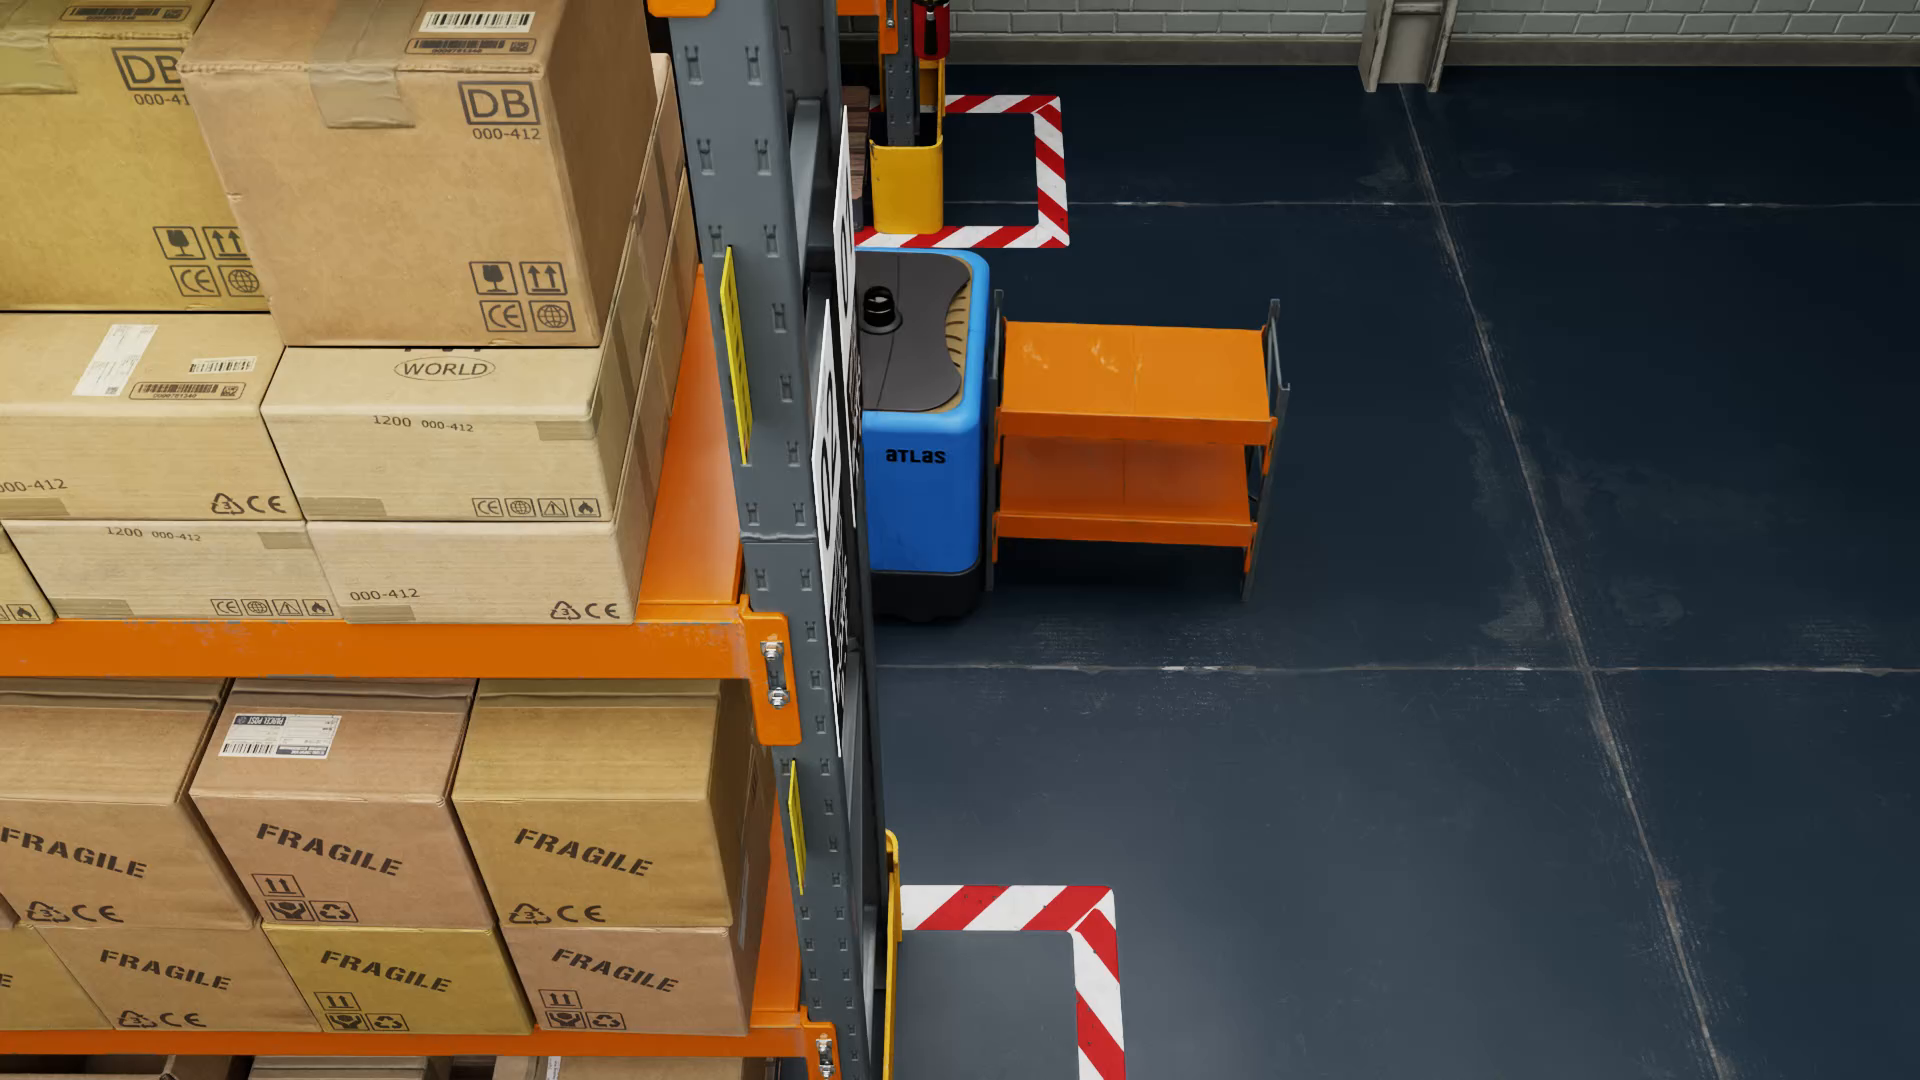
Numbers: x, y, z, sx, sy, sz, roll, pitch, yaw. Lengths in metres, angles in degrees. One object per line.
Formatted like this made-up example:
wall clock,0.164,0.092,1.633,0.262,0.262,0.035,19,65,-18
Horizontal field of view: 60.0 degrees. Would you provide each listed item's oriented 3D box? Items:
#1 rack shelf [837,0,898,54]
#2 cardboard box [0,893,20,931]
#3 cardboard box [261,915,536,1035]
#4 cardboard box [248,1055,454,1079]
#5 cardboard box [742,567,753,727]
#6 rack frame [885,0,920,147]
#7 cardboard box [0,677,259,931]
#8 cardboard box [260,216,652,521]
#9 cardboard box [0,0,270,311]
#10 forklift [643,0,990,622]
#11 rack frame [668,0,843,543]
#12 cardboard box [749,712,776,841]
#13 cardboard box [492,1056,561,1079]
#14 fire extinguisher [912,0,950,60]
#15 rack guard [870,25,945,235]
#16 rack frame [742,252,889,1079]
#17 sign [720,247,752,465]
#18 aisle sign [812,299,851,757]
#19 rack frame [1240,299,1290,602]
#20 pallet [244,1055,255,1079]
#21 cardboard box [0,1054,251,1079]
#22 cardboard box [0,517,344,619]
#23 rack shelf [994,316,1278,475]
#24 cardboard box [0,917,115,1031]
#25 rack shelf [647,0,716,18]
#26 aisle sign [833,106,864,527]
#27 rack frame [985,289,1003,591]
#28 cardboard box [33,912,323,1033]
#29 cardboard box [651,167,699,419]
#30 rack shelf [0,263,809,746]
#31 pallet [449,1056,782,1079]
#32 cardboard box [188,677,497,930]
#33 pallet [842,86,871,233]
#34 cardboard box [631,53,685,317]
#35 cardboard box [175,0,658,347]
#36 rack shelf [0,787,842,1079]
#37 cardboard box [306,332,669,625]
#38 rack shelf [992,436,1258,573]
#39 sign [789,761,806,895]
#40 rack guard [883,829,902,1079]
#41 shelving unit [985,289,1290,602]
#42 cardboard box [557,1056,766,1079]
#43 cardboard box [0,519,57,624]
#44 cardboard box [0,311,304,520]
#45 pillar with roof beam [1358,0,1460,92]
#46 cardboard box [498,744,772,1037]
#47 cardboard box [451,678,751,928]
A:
rack shelf,-2.280,-2.725,7.810,4.000,0.370,1.077,0,47,0
cardboard box,-2.278,0.486,3.578,0.500,0.500,0.500,1,47,1
cardboard box,-1.262,0.826,3.944,0.500,0.500,0.500,1,47,0
cardboard box,-1.789,1.602,4.868,0.500,0.250,0.500,0,47,0
cardboard box,-0.737,0.092,3.944,0.500,0.500,0.500,1,47,1
rack frame,-0.280,-2.965,7.541,0.127,3.000,1.000,0,47,0
cardboard box,-1.764,0.488,3.576,0.500,0.500,0.500,1,47,1
cardboard box,-0.809,-0.295,2.768,0.500,0.250,0.500,0,47,0
cardboard box,-1.308,-0.788,2.715,0.500,0.500,0.700,0,47,0
forklift,-1.408,-1.092,5.845,3.031,2.935,1.130,2,47,2
rack frame,-0.295,-1.383,1.970,0.127,3.000,1.000,0,47,0
cardboard box,-0.737,0.433,4.310,0.500,0.500,0.500,1,47,1
cardboard box,-1.244,1.588,4.938,0.250,0.166,0.380,0,47,0
fire extinguisher,-0.131,-2.473,7.391,0.183,0.674,0.296,0,47,0
rack guard,-0.256,-2.113,8.456,0.348,0.500,1.175,0,47,0
rack frame,-0.295,0.661,4.166,0.127,3.000,1.000,0,47,0
sign,-0.317,-0.256,2.366,0.005,0.325,0.100,0,47,0
aisle sign,-0.228,0.000,3.006,0.004,0.787,0.394,0,47,0
rack frame,1.146,-0.321,6.361,0.032,1.125,0.500,2,47,2
pallet,-2.385,1.604,5.194,1.213,0.211,1.003,0,47,0
cardboard box,-2.416,1.352,4.928,0.637,0.503,0.797,0,47,0
cardboard box,-1.309,-0.128,2.954,0.500,0.250,0.500,0,47,0
rack shelf,0.638,-0.541,6.166,1.000,0.278,0.538,2,47,2
cardboard box,-2.265,0.819,3.951,0.500,0.500,0.500,0,47,0
rack shelf,-2.295,-1.142,2.240,4.000,0.370,1.077,0,47,0
aisle sign,-0.225,-0.439,3.415,0.004,0.787,0.394,0,47,0
rack frame,0.131,-0.362,6.399,0.032,1.125,0.500,2,47,2
cardboard box,-1.761,0.821,3.949,0.500,0.500,0.500,0,47,0
cardboard box,-0.807,-0.497,3.298,0.500,0.250,0.500,0,47,0
rack shelf,-2.295,-0.121,3.337,4.000,0.370,1.077,0,47,0
pallet,-1.168,1.610,5.189,1.213,0.211,1.003,0,47,0
cardboard box,-1.246,0.486,3.578,0.500,0.500,0.500,1,47,1
pallet,-1.080,-1.960,8.511,1.213,0.211,1.003,0,47,0
cardboard box,-0.807,-0.672,3.119,0.500,0.250,0.500,0,47,0
cardboard box,-0.808,-0.725,2.656,0.500,0.500,0.700,0,47,0
rack shelf,-2.295,0.901,4.435,4.000,0.370,1.077,0,47,0
cardboard box,-0.809,-0.118,2.945,0.500,0.250,0.500,0,47,0
rack shelf,0.638,-0.175,6.559,1.000,0.278,0.538,2,47,2
sign,-0.317,0.565,3.249,0.005,0.325,0.100,0,47,0
rack guard,-0.371,1.513,5.081,0.348,0.500,1.175,0,47,0
shelving unit,0.638,-0.341,6.380,1.048,1.125,0.538,2,47,2
cardboard box,-0.839,1.542,4.754,0.500,0.500,0.500,0,47,0
cardboard box,-1.809,-0.119,2.946,0.500,0.250,0.500,0,47,0
cardboard box,-1.309,-0.296,2.769,0.500,0.250,0.500,0,47,0
pillar with roof beam,2.407,-2.484,2.995,0.400,9.000,9.100,0,47,0
cardboard box,-0.744,0.825,3.945,0.500,0.500,0.500,1,47,1
cardboard box,-0.741,0.486,3.577,0.500,0.500,0.500,0,47,0
